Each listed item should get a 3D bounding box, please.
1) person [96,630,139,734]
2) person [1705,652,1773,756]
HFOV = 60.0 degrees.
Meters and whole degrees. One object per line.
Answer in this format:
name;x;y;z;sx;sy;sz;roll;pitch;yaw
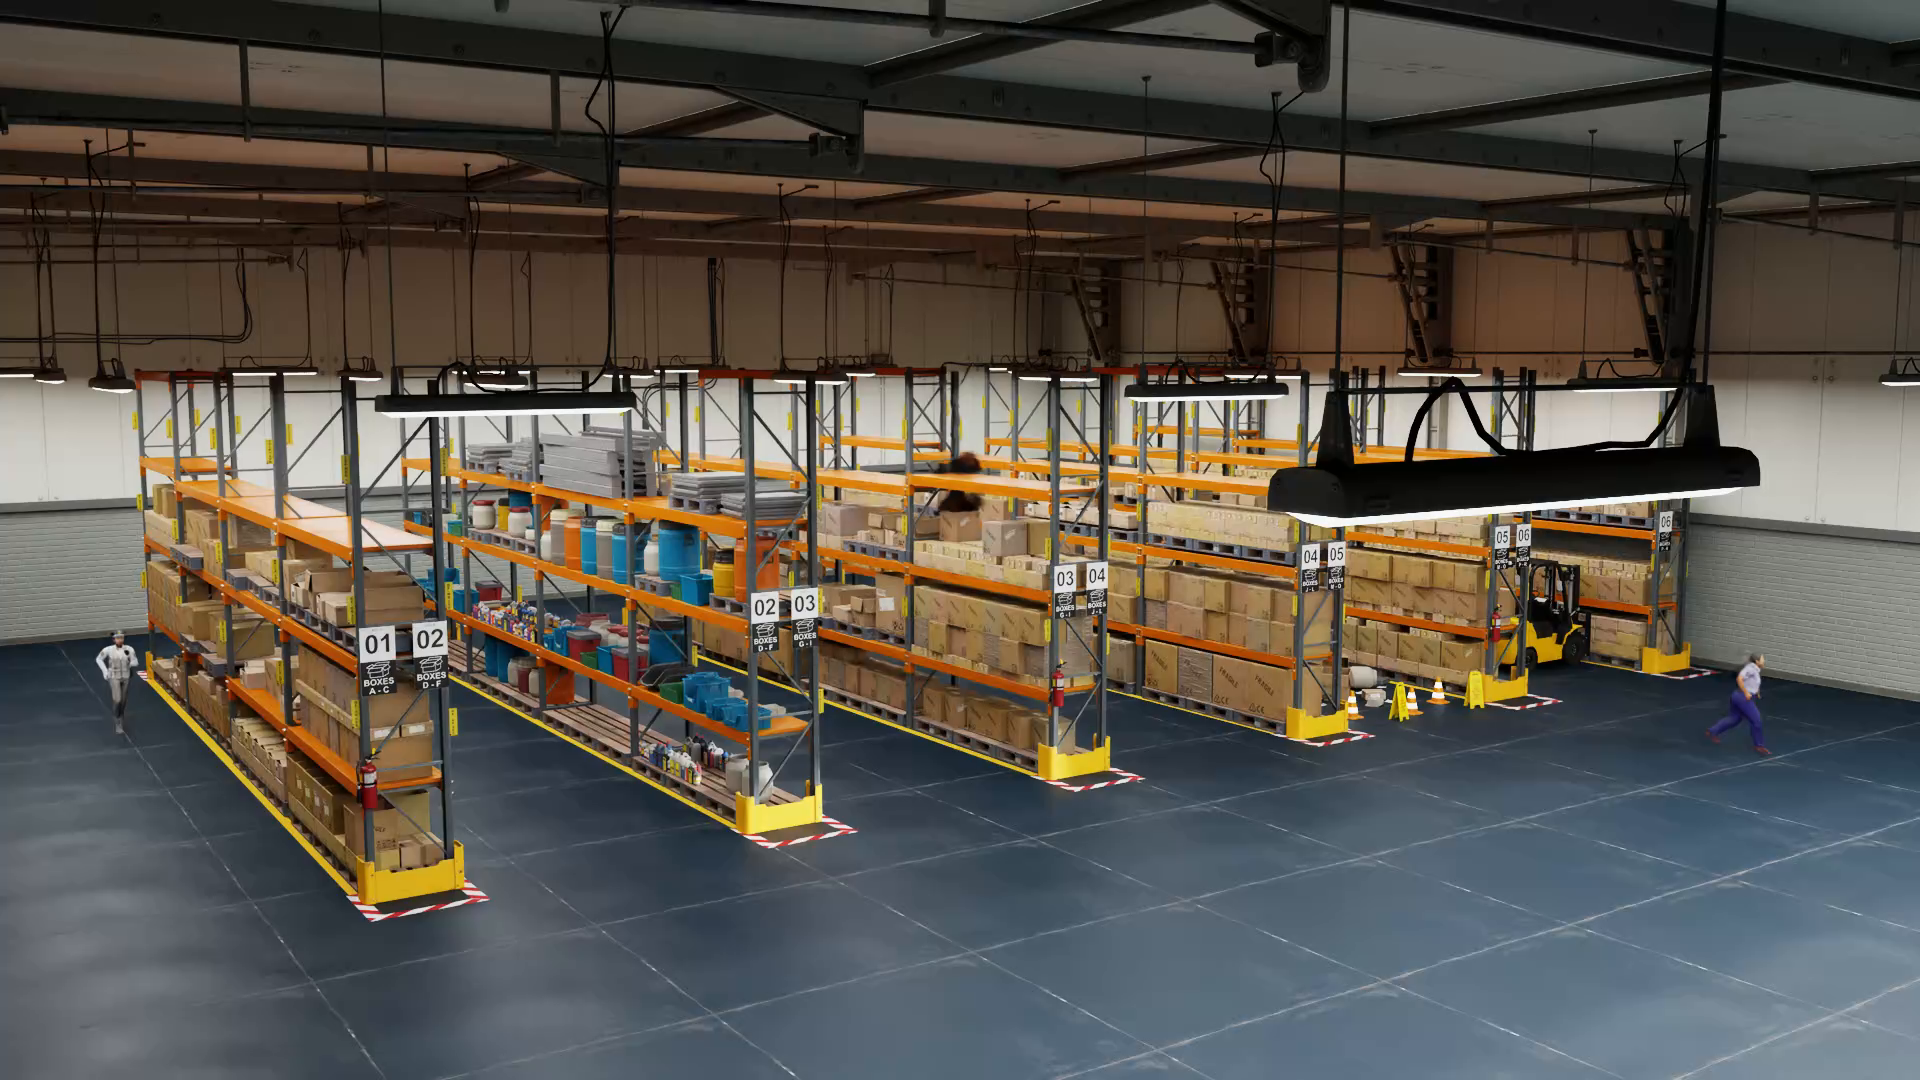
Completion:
person;-14.072;2.360;27.857;0.593;1.754;0.730;-6;9;-41
person;12.374;2.562;26.350;1.005;1.633;0.628;3;7;26
